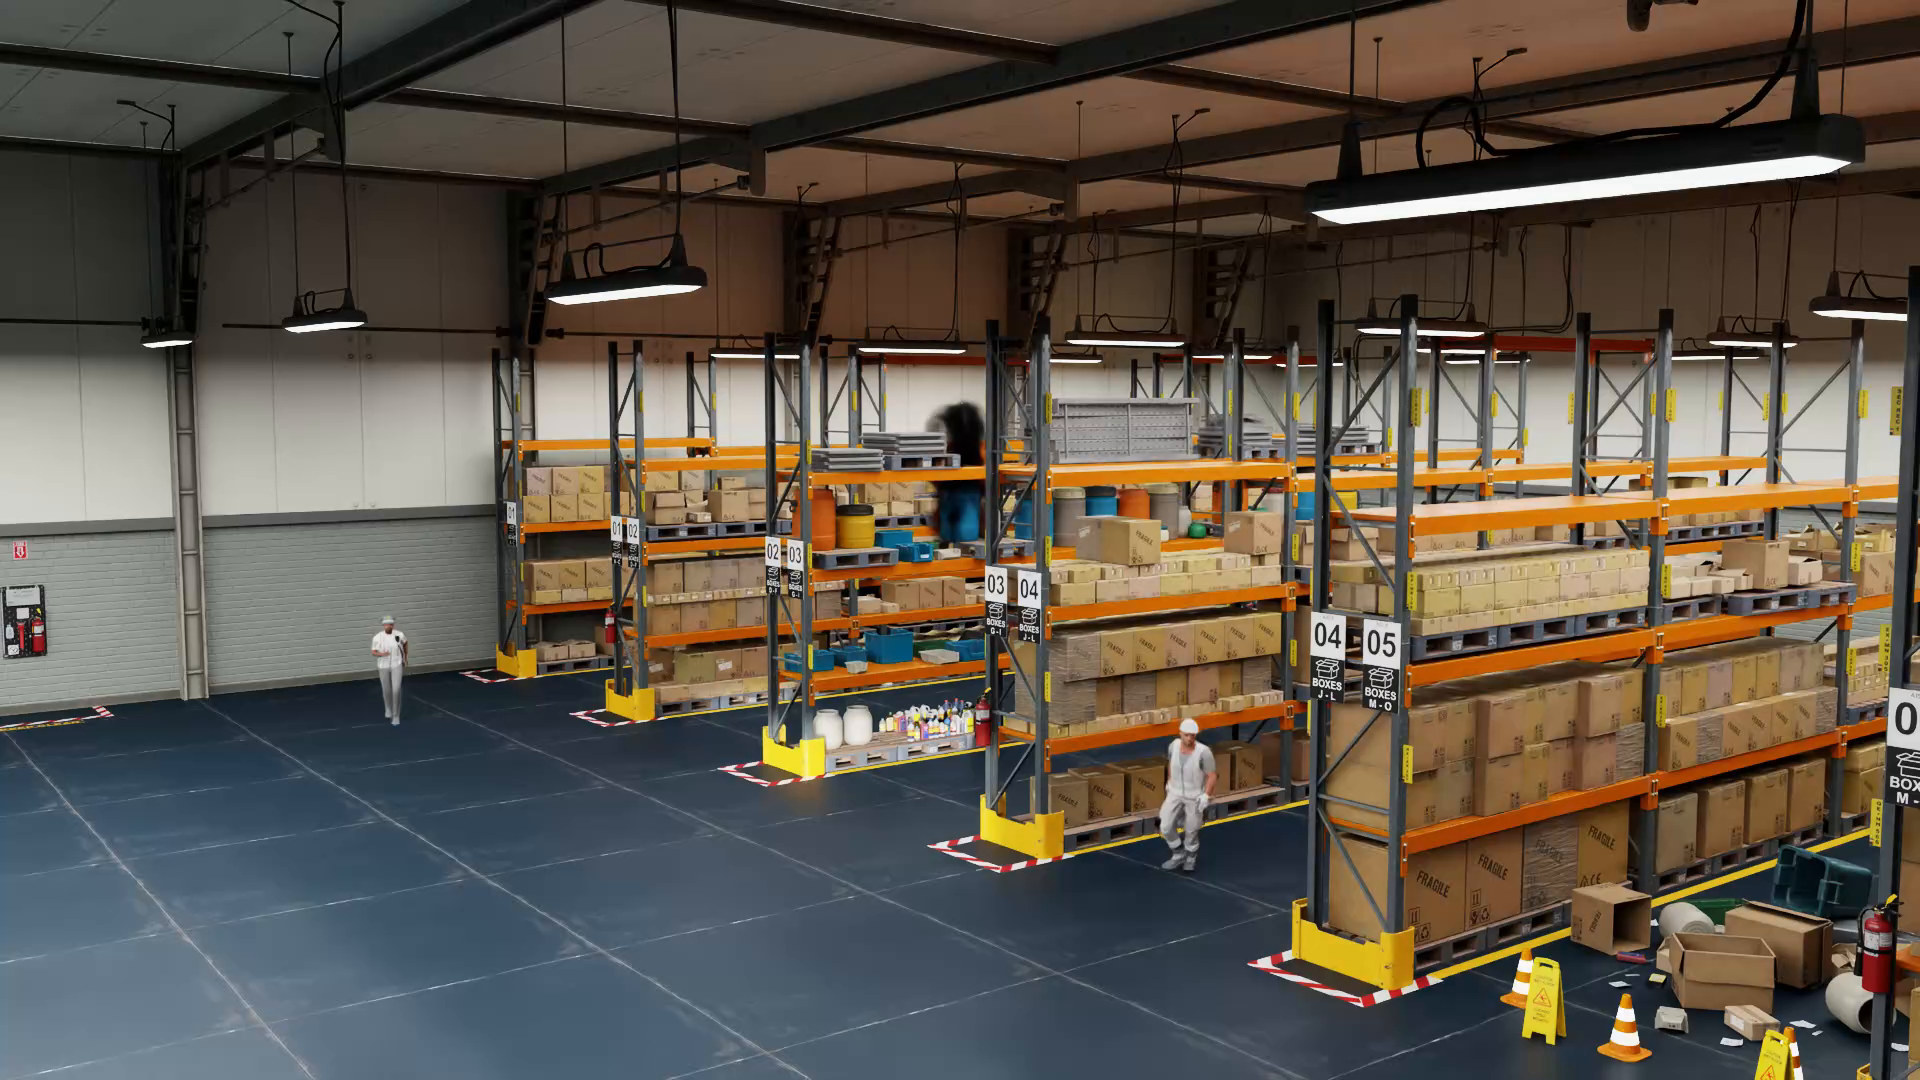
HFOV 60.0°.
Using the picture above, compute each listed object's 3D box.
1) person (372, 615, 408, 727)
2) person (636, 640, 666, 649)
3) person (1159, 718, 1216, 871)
[{"bbox_3d":[-8.941,2.032,26.097,0.524,1.749,0.848,-1,5,-15],"label":"person"},{"bbox_3d":[-5.325,1.795,29.026,0.659,1.675,0.750,3,6,34],"label":"person"},{"bbox_3d":[2.432,2.703,17.740,0.644,1.669,0.733,2,5,23],"label":"person"}]
